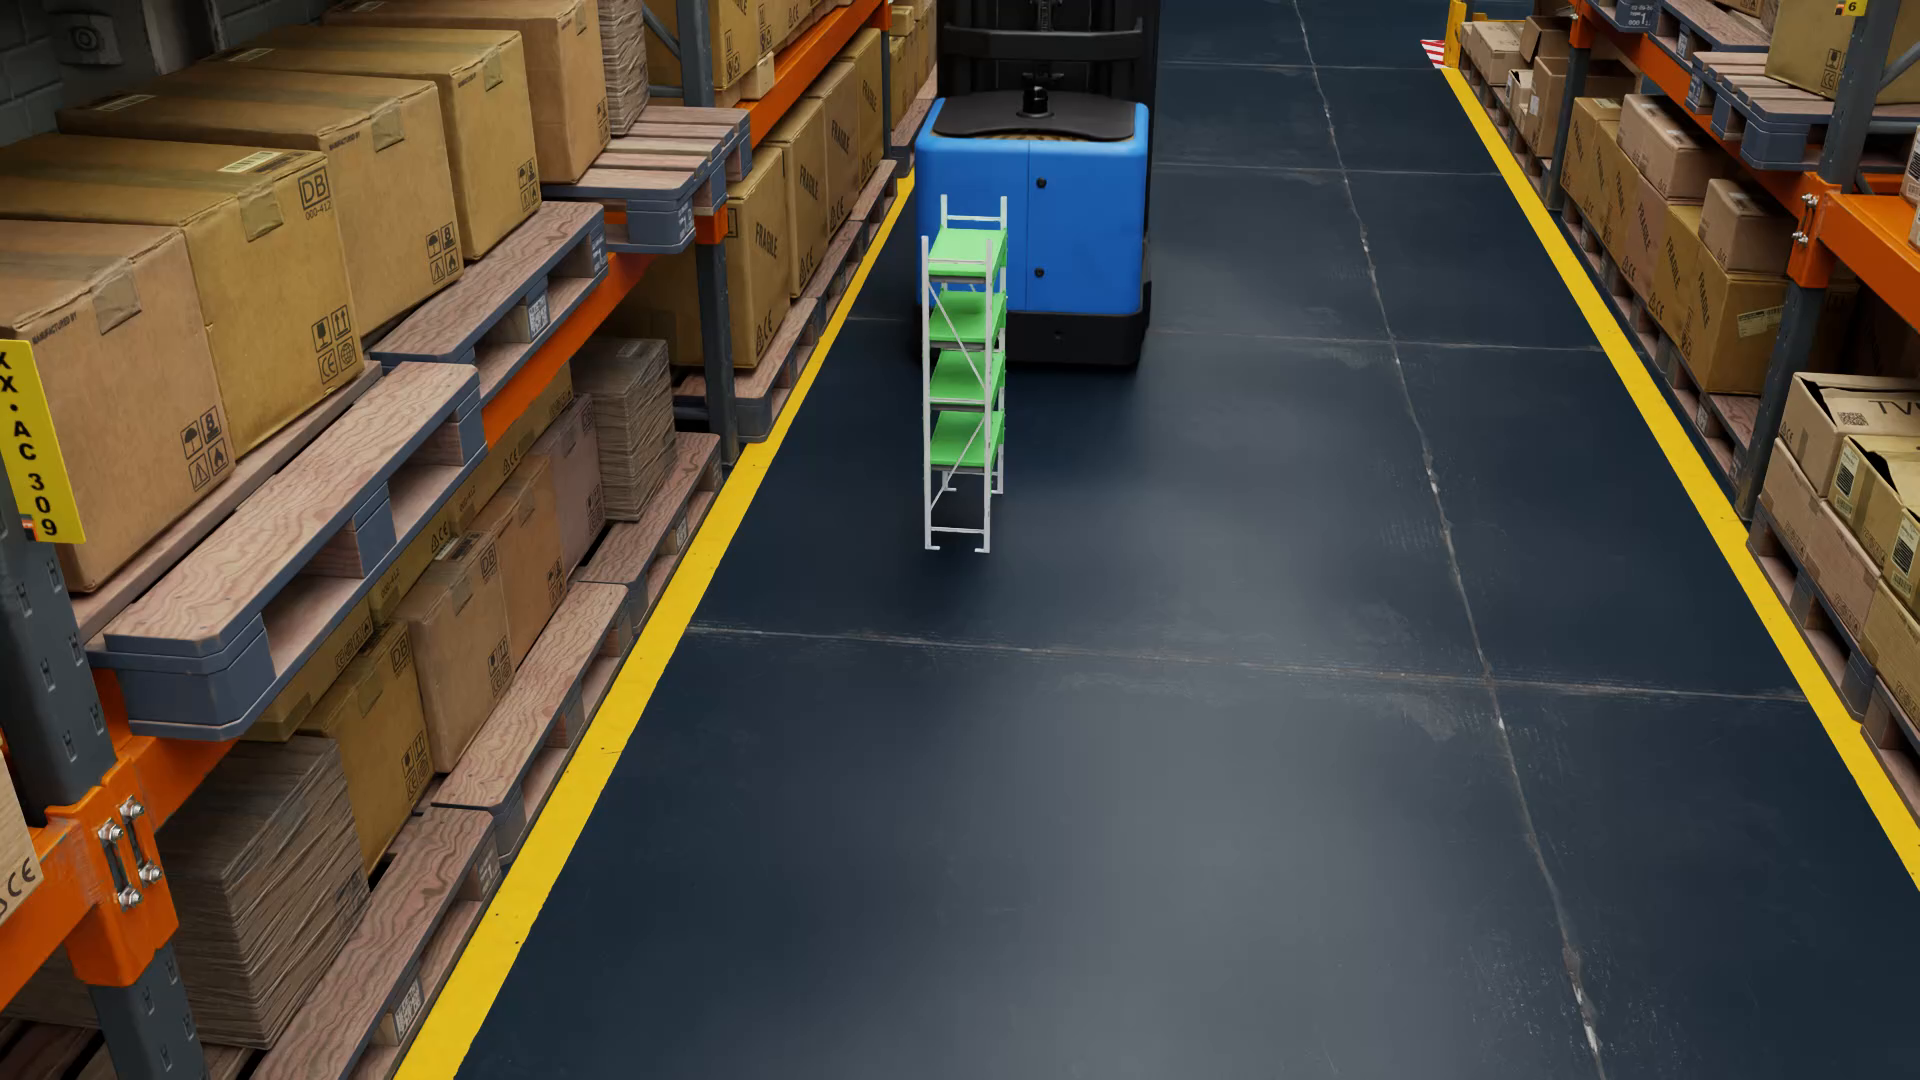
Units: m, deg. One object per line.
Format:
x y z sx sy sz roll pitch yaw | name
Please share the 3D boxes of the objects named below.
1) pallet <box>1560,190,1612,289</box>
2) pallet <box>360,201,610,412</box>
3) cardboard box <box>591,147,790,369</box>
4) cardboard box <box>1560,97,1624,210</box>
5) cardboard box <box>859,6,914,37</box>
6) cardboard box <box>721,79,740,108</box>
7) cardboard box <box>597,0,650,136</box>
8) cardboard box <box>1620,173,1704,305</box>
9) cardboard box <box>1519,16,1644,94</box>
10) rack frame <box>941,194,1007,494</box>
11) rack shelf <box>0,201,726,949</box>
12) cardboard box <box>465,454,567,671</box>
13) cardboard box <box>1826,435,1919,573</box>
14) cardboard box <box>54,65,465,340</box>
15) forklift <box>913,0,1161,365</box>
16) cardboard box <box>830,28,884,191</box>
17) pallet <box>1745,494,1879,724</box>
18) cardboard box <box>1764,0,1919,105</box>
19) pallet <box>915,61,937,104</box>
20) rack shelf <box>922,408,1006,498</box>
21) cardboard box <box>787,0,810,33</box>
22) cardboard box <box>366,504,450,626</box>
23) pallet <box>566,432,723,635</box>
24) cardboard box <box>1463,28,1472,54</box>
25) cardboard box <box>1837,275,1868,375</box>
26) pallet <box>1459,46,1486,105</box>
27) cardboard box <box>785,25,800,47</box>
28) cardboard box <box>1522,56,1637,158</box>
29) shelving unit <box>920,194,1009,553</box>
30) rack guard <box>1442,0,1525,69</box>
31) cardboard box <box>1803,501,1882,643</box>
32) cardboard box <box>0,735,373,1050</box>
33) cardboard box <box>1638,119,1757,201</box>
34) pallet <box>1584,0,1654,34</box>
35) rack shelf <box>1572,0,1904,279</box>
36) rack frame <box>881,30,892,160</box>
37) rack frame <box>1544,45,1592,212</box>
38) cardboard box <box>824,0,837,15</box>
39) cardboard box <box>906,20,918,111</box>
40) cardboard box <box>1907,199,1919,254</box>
3.927 -1.655 9.099 1.003 0.211 1.213 3 28 6 | pallet
-1.619 -0.652 4.500 1.003 0.211 1.213 3 28 6 | pallet
-1.197 -1.248 7.227 0.750 0.750 0.750 3 28 6 | cardboard box
3.688 -2.147 9.244 0.500 0.500 0.500 2 28 4 | cardboard box
-0.511 -3.420 10.944 0.380 0.149 0.250 4 29 8 | cardboard box
-1.108 -1.828 6.725 0.380 0.149 0.250 4 29 7 | cardboard box
-1.465 -1.686 5.648 0.700 0.500 0.500 0 28 0 | cardboard box
3.503 -1.422 7.899 0.500 0.500 0.500 2 28 4 | cardboard box
4.215 -3.247 11.282 0.797 0.503 0.637 3 28 6 | cardboard box
0.050 -0.721 6.323 0.240 1.200 0.015 3 28 6 | rack frame
-1.662 -0.412 4.611 1.077 0.370 4.000 3 28 6 | rack shelf
-1.665 0.049 5.167 0.700 0.500 0.500 3 28 6 | cardboard box
3.088 -0.128 5.191 0.500 0.311 0.500 3 28 5 | cardboard box
-1.686 -0.837 4.072 0.700 0.500 0.500 7 29 13 | cardboard box
0.455 -2.758 8.279 1.130 2.935 3.031 3 28 5 | forklift
-0.878 -2.478 9.511 0.750 0.750 0.750 4 29 7 | cardboard box
3.360 0.228 5.603 1.003 0.211 1.213 3 28 6 | pallet
3.465 -1.916 6.096 0.700 0.500 0.500 -6 29 -11 | cardboard box
-0.609 -3.255 12.069 1.003 0.211 1.213 3 28 6 | pallet
0.020 -0.339 6.254 0.258 0.148 0.480 3 28 6 | rack shelf
-0.969 -2.548 7.376 0.500 0.500 0.500 3 28 6 | cardboard box
-1.723 -0.011 4.489 0.500 0.250 0.500 3 28 5 | cardboard box
-1.515 -0.075 6.167 1.003 0.211 1.213 3 28 6 | pallet
4.057 -3.802 12.667 0.380 0.166 0.250 3 28 6 | cardboard box
3.897 -0.922 6.971 0.500 0.500 0.500 2 28 4 | cardboard box
4.374 -3.511 12.545 1.003 0.211 1.213 3 28 6 | pallet
-0.970 -2.433 7.847 0.380 0.149 0.250 4 29 6 | cardboard box
3.778 -2.645 10.169 0.500 0.500 0.500 3 28 6 | cardboard box
0.020 -0.606 6.110 0.258 1.200 0.503 3 28 6 | shelving unit
4.470 -4.014 13.173 1.175 0.500 0.348 3 28 6 | rack guard
3.083 0.107 5.344 0.500 0.250 0.500 3 28 5 | cardboard box
-1.834 0.772 3.827 0.700 0.500 0.500 4 29 8 | cardboard box
3.505 -1.770 7.754 0.500 0.250 0.500 3 28 5 | cardboard box
3.783 -2.813 8.511 1.003 0.211 1.213 3 28 6 | pallet
3.745 -2.009 7.575 1.077 0.370 4.000 3 28 6 | rack shelf
-0.927 -3.553 9.683 1.000 3.000 0.127 3 28 6 | rack frame
3.990 -3.267 9.152 1.000 3.000 0.127 3 28 6 | rack frame
-0.842 -2.798 8.524 0.380 0.149 0.250 3 28 6 | cardboard box
-0.669 -3.220 11.257 0.700 0.500 0.500 3 28 6 | cardboard box
3.198 -0.935 4.918 0.500 0.311 0.500 3 28 6 | cardboard box
